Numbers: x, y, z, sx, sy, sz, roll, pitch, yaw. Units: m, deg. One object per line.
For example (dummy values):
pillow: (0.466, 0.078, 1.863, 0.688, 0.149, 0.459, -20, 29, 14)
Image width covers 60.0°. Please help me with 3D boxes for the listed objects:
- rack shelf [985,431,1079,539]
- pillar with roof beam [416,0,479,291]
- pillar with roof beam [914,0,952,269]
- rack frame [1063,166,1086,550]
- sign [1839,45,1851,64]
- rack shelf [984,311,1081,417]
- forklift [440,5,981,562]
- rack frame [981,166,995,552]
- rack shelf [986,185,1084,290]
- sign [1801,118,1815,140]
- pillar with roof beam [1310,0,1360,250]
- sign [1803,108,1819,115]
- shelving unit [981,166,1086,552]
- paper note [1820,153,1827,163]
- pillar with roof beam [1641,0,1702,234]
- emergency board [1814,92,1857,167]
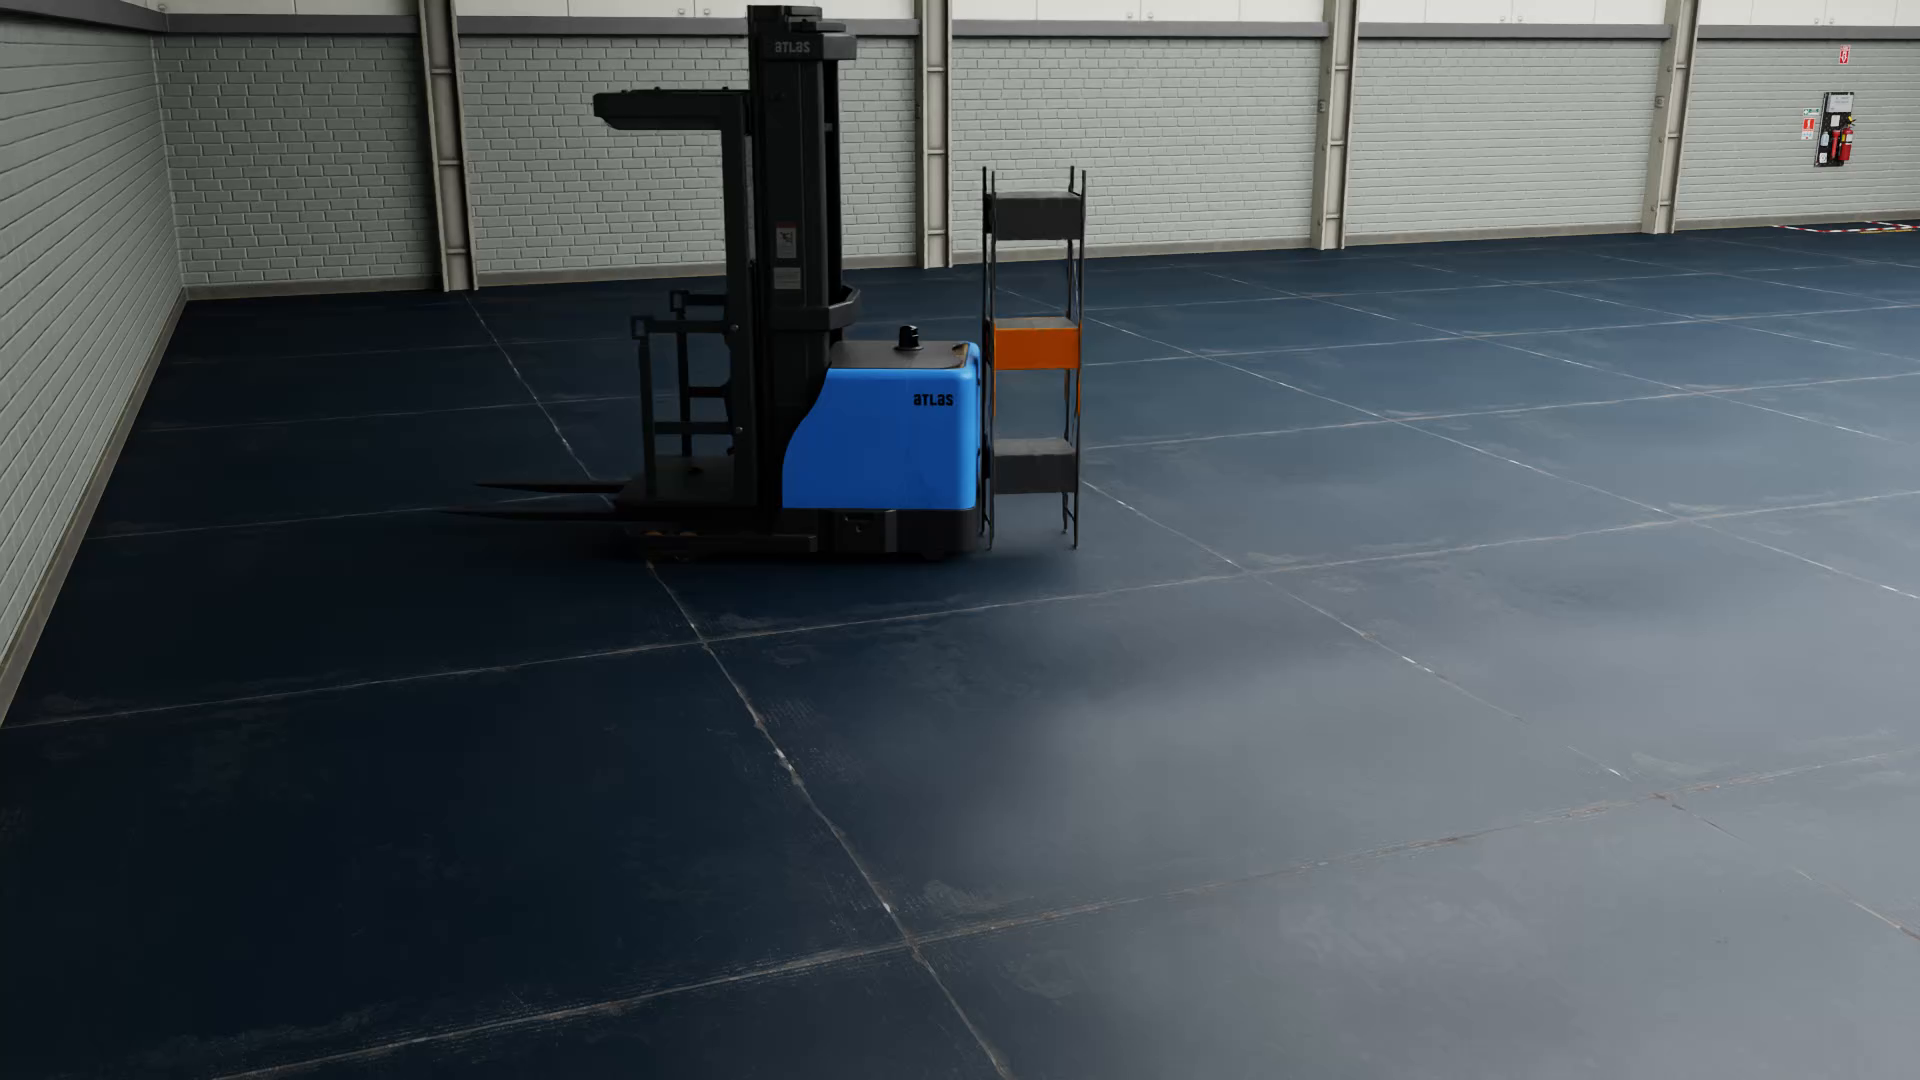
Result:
rack shelf: (0.397, -0.317, 9.483, 0.480, 0.518, 0.431, -2, 16, -6)
pillar with roof beam: (-4.400, -6.168, 14.630, 0.400, 9.000, 9.100, -6, 17, -20)
pillar with roof beam: (1.203, -6.773, 16.690, 0.400, 9.000, 9.100, -6, 17, -20)
rack frame: (0.640, -1.009, 9.308, 0.015, 2.100, 0.400, -2, 16, -6)
sign: (14.106, -7.740, 26.518, 0.199, 0.298, 0.001, -6, 17, -20)
rack shelf: (0.397, -0.988, 9.285, 0.480, 0.518, 0.431, -2, 16, -6)
forklift: (-1.403, -1.432, 9.272, 3.031, 2.935, 1.130, 1, 16, 2)
rack frame: (0.155, -0.993, 9.255, 0.015, 2.100, 0.400, -2, 16, -6)
rack shelf: (0.397, -1.660, 9.088, 0.480, 0.518, 0.431, -2, 16, -6)
sign: (13.596, -6.591, 26.655, 0.234, 0.329, 0.001, -6, 17, -20)
pillar with roof beam: (6.806, -7.377, 18.750, 0.400, 9.000, 9.100, -6, 17, -20)
sign: (13.604, -6.843, 26.574, 0.331, 0.109, 0.001, -6, 17, -20)
shelving unit: (0.397, -1.001, 9.282, 0.503, 2.100, 0.431, -2, 16, -6)
paper note: (13.959, -6.180, 26.883, 0.142, 0.148, 0.016, -6, 17, -20)
pillar with roof beam: (12.408, -7.982, 20.810, 0.400, 9.000, 9.100, -6, 17, -20)
emergency board: (14.149, -6.602, 26.758, 0.643, 1.169, 0.194, -6, 17, -20)
